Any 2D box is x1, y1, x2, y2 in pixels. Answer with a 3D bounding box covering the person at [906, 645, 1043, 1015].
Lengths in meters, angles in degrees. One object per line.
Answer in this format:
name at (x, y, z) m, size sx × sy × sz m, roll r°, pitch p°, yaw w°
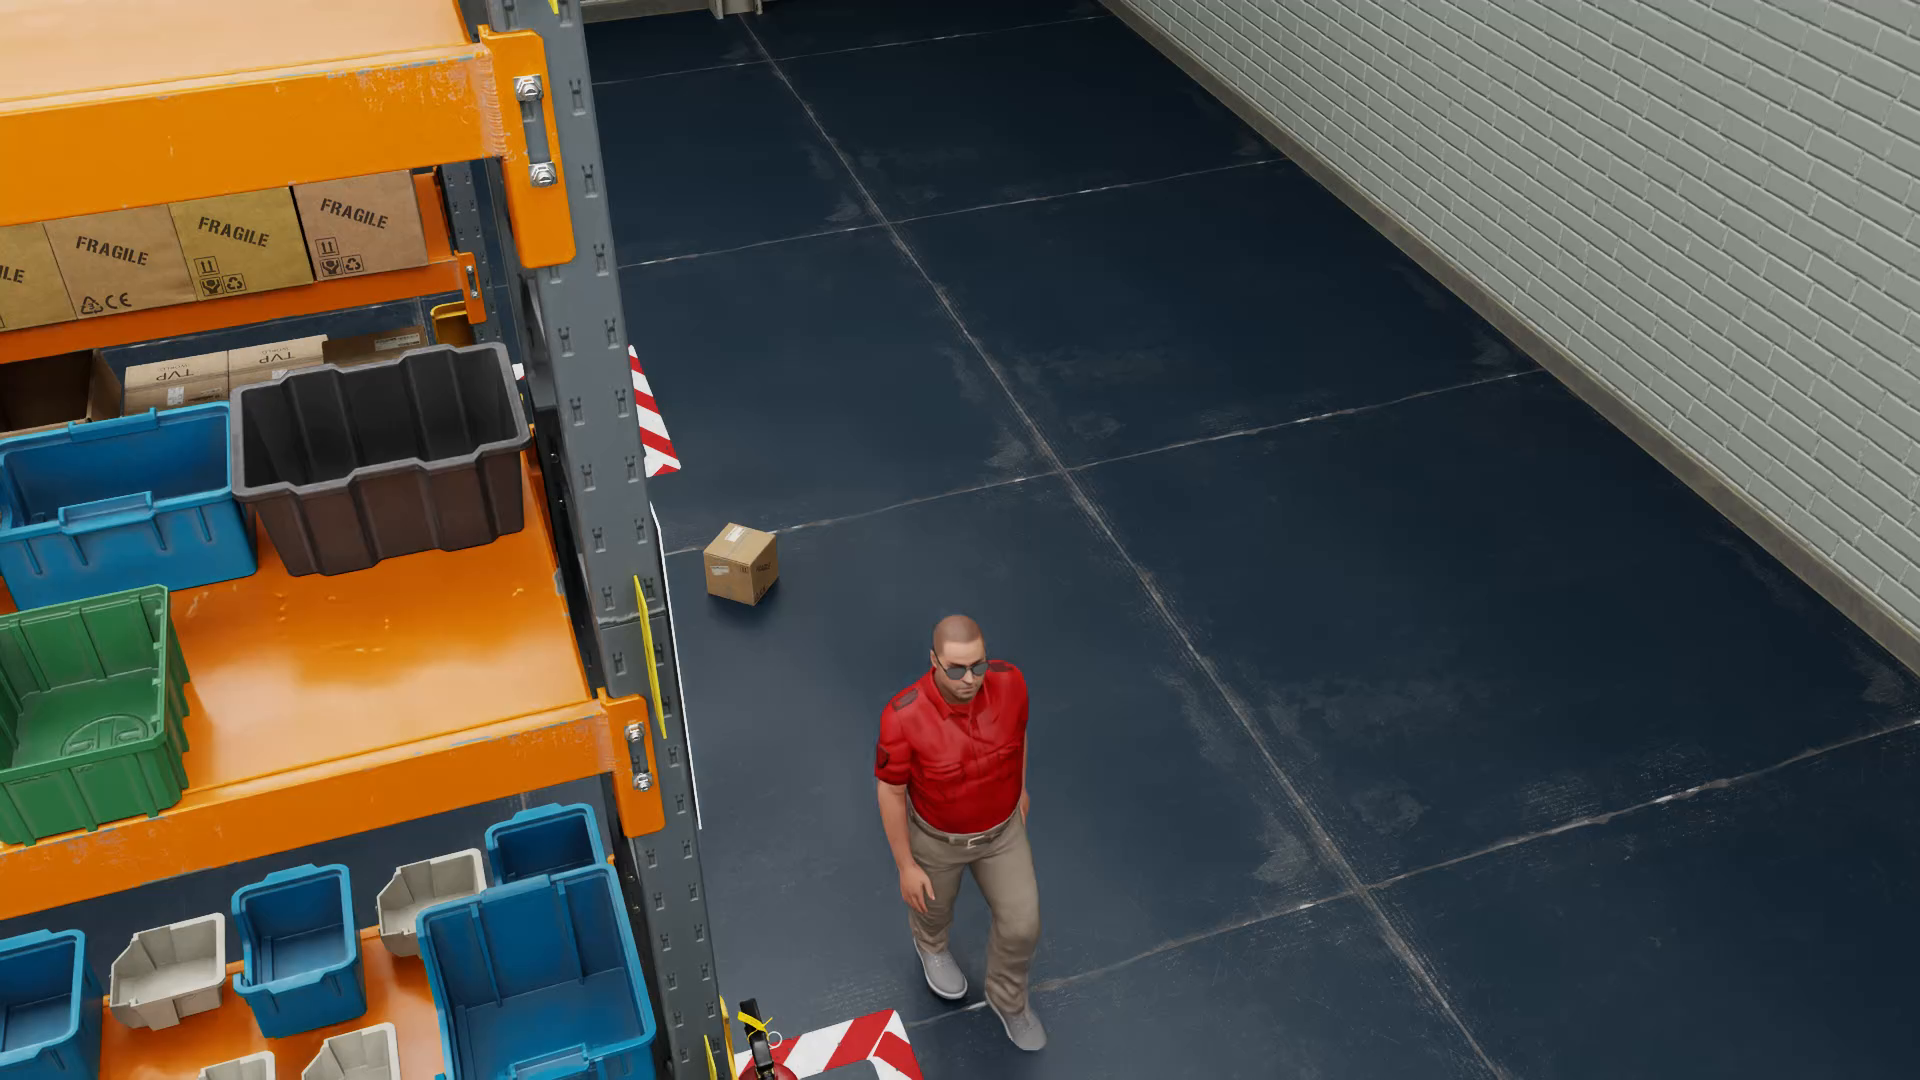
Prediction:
person at (0.010, 0.947, 5.522) m, size 0.427 × 1.542 × 0.533 m, roll -14°, pitch 40°, yaw -18°
